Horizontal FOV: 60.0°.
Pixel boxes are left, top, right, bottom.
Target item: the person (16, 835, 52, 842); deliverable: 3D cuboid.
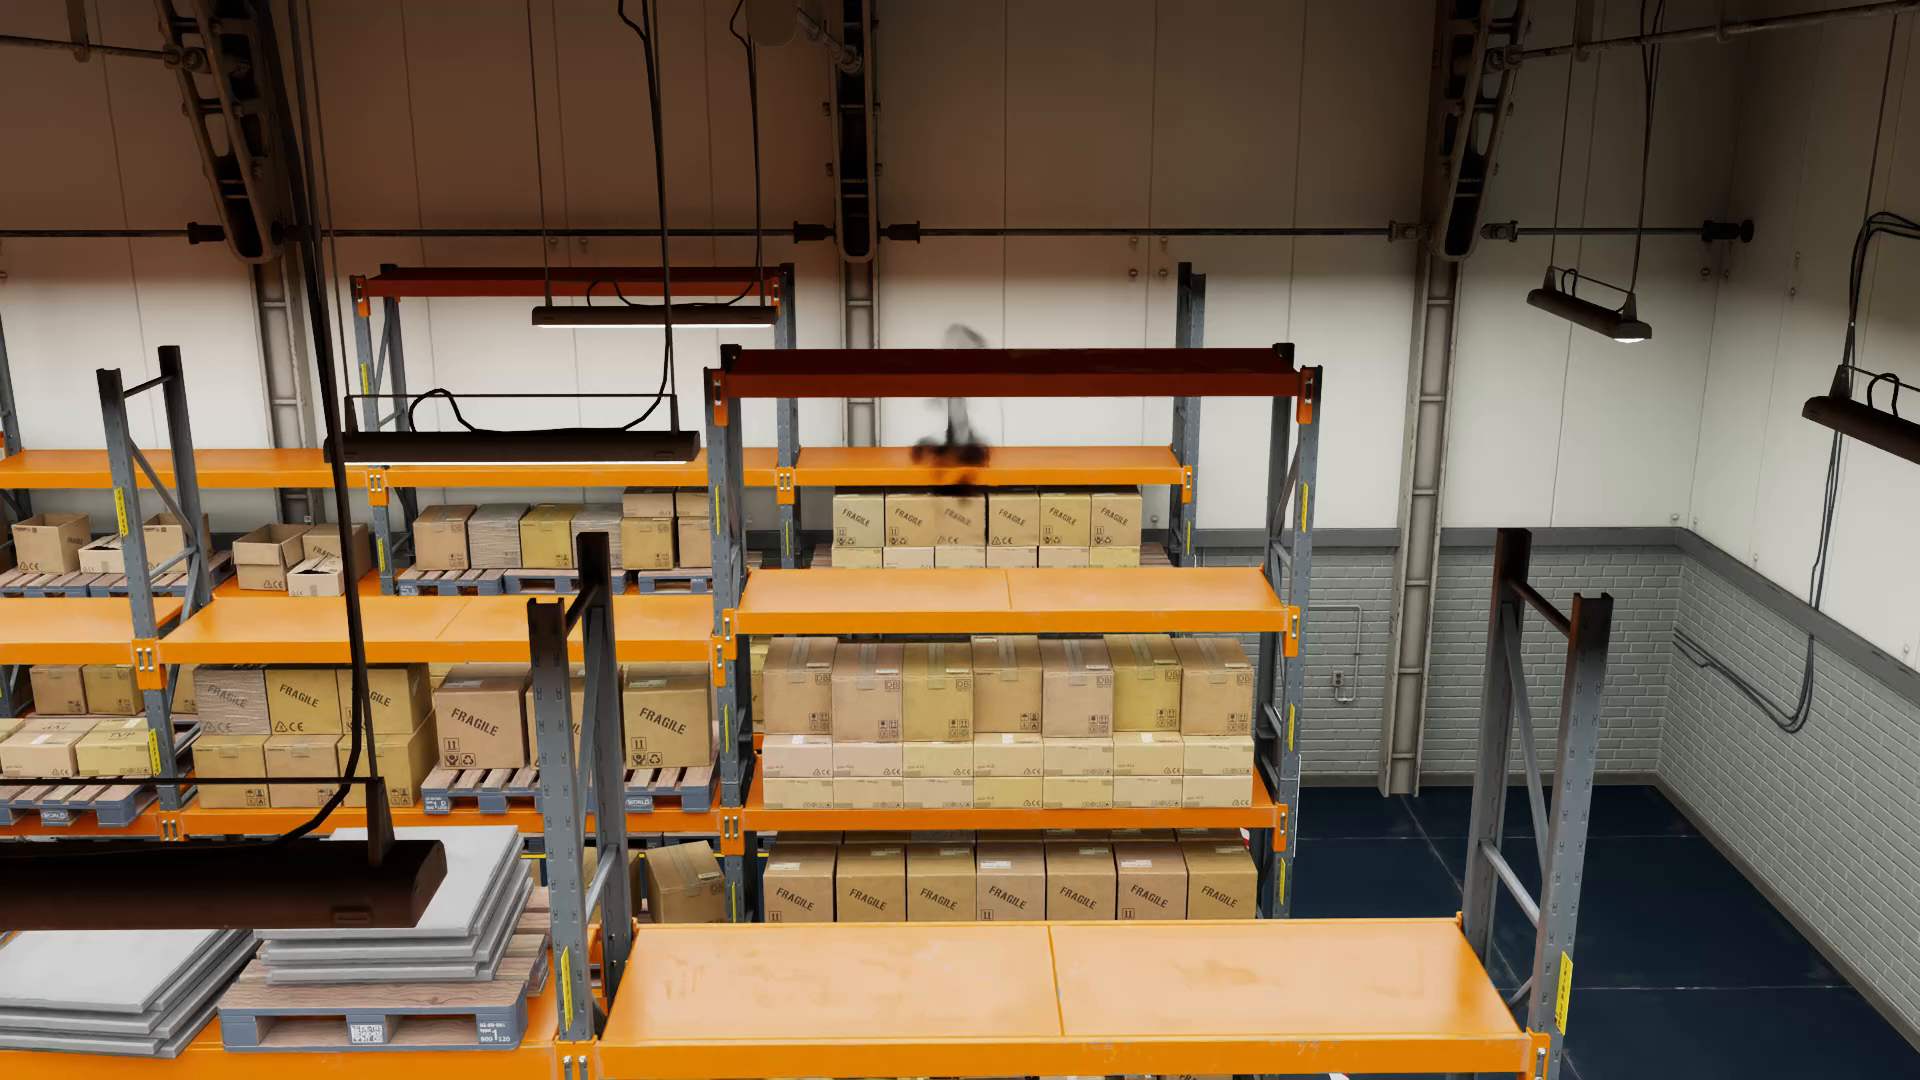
[{"bbox_3d":[-7.996,3.257,14.439,0.679,1.654,0.639,2,16,6],"label":"person"}]
